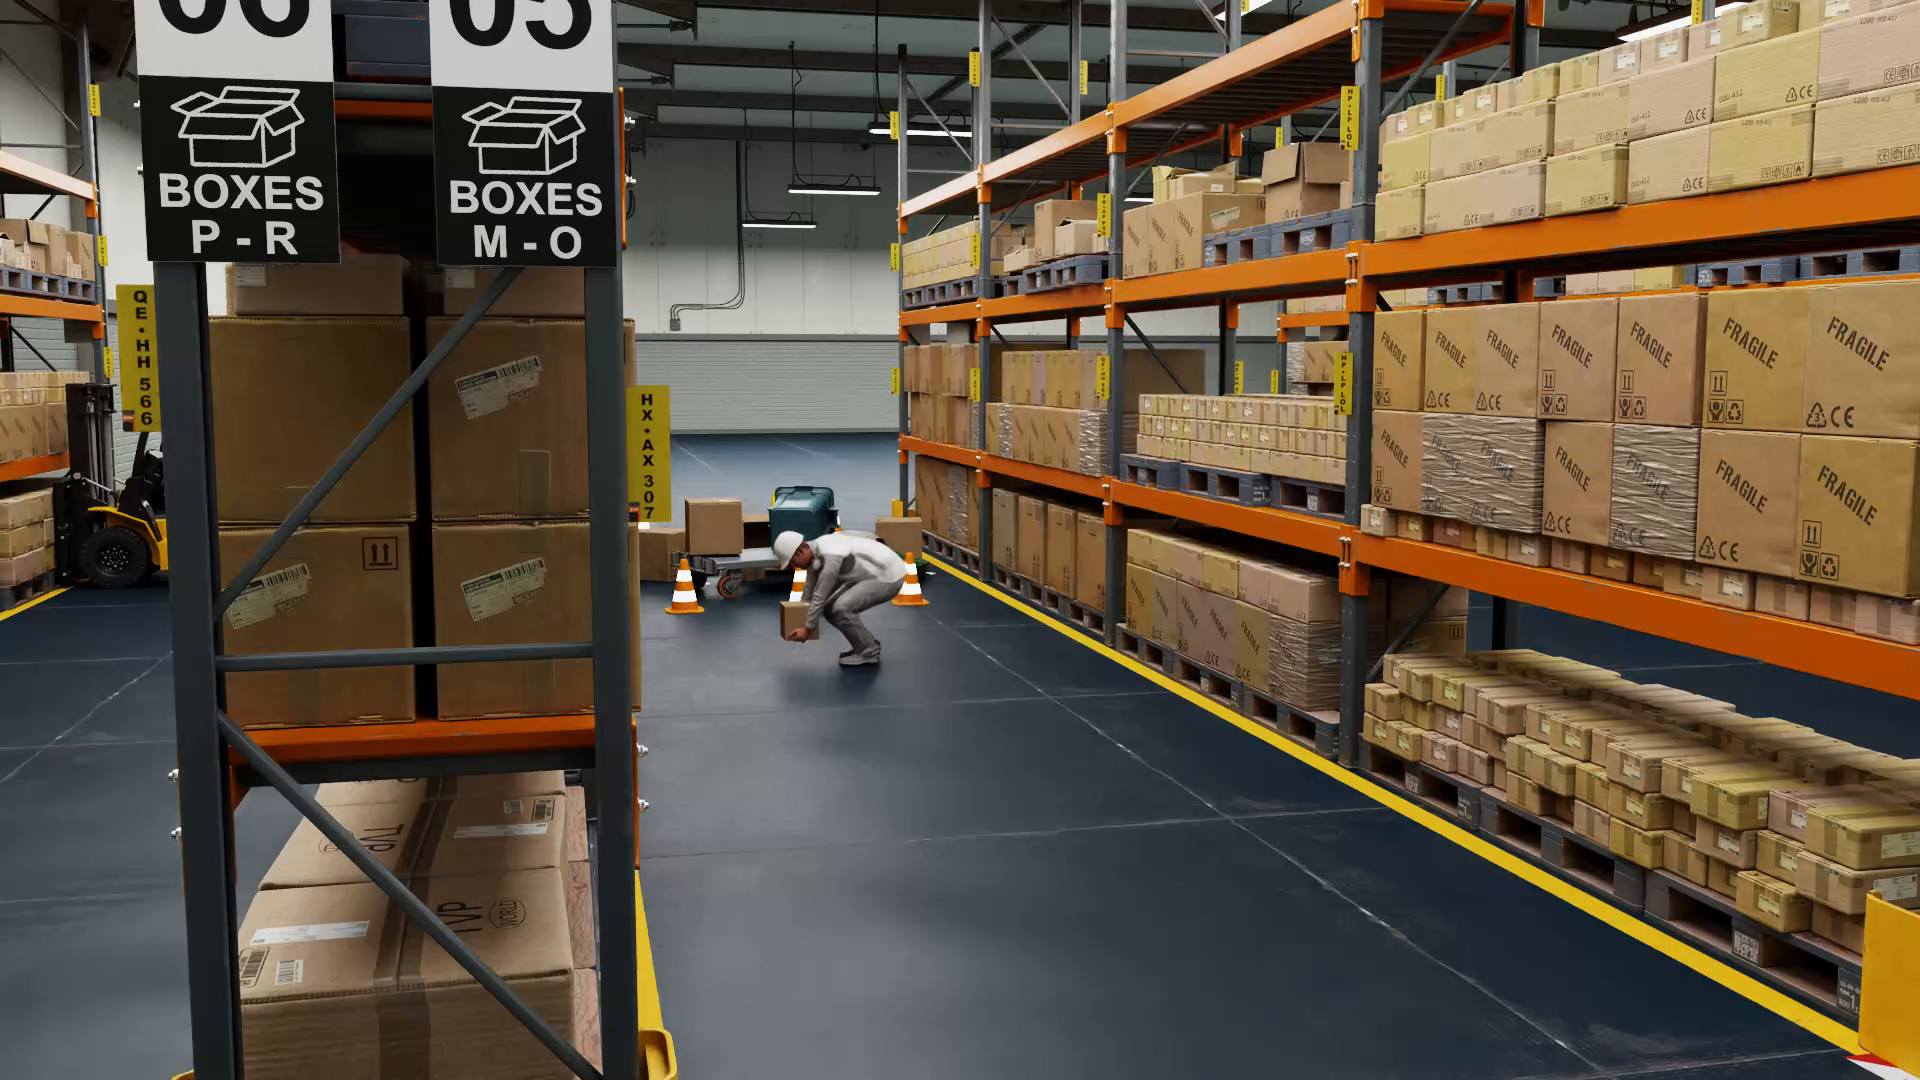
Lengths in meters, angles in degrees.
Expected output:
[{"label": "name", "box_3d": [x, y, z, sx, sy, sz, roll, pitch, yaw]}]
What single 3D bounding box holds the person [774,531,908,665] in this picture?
[{"label": "person", "box_3d": [-0.876, 0.414, 12.152, 0.973, 0.988, 0.506, -2, 6, -16]}]
